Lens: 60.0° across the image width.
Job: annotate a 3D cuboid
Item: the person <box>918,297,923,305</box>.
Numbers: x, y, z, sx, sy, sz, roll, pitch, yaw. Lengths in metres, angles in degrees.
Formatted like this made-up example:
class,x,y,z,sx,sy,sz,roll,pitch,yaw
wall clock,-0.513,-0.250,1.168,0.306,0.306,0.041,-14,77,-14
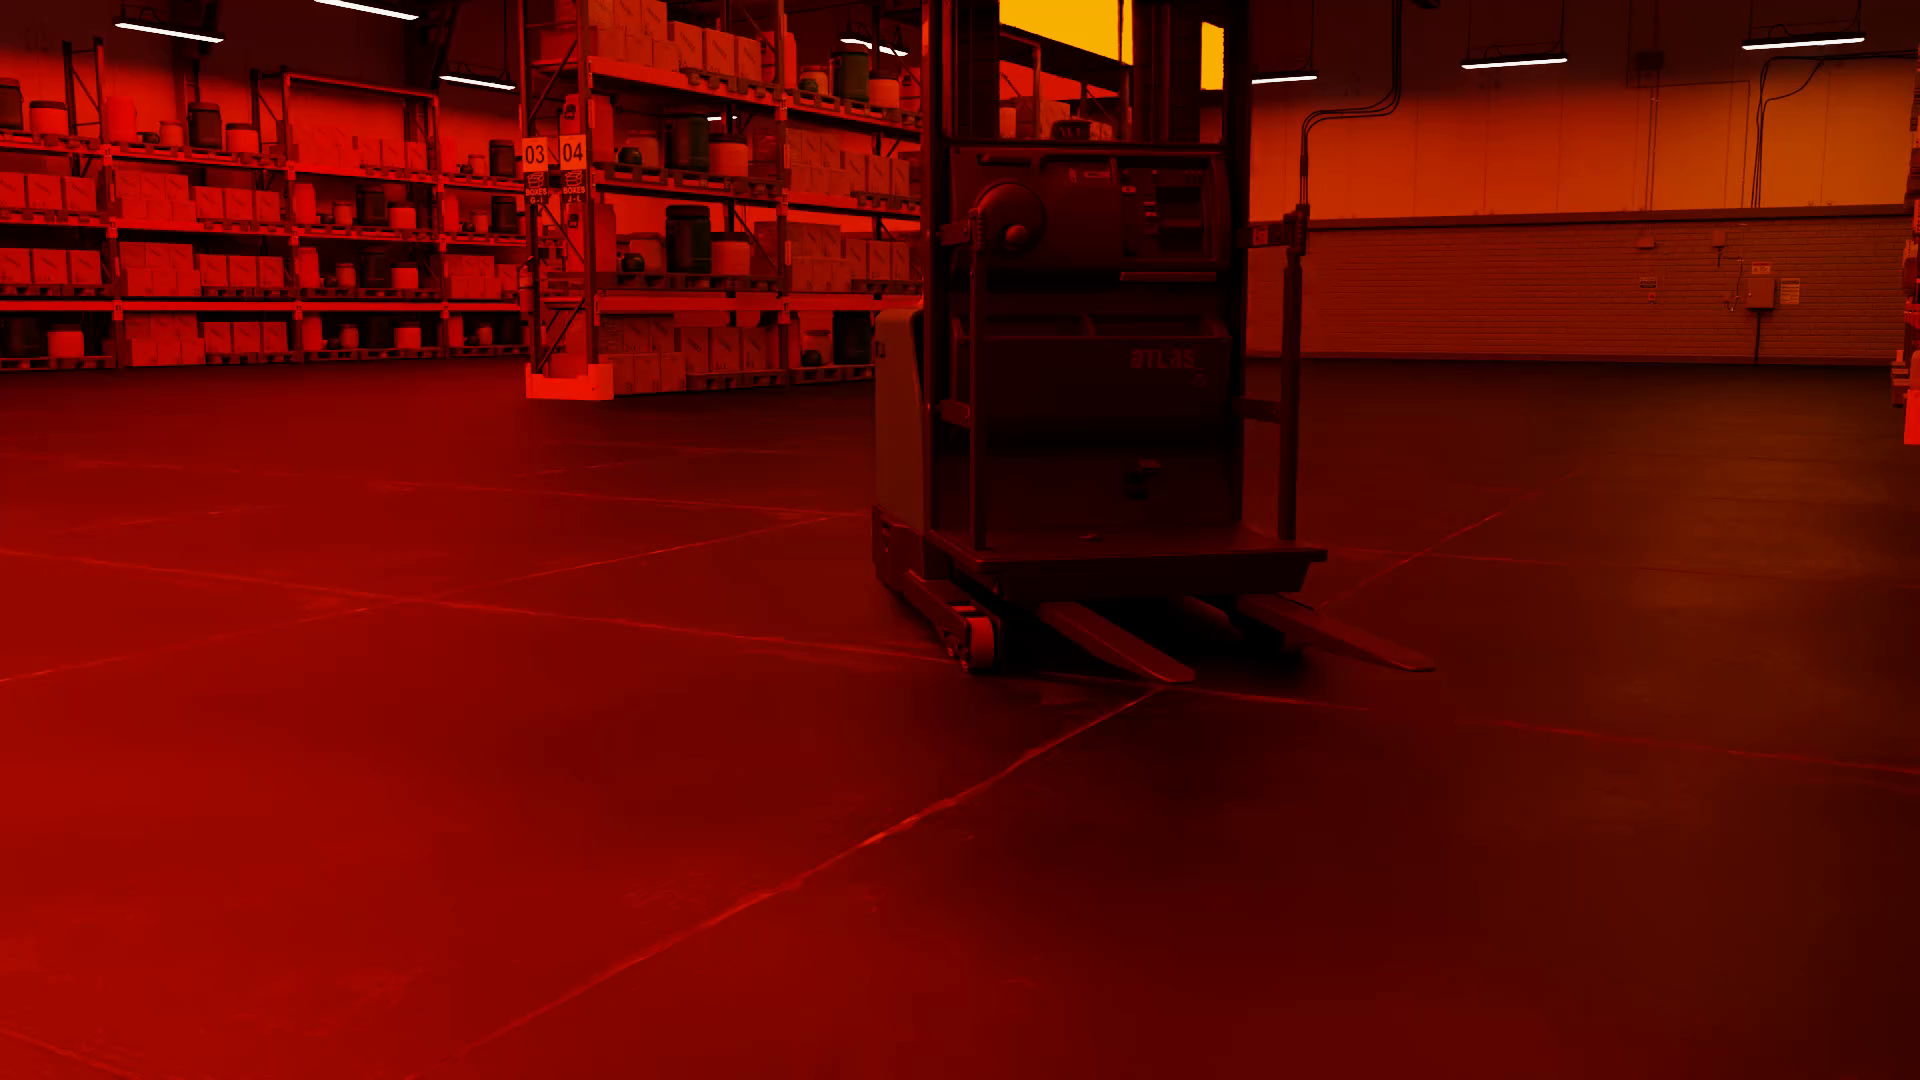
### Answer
class,x,y,z,sx,sy,sz,roll,pitch,yaw
person,-0.045,-0.829,7.639,0.555,1.674,0.548,4,9,29

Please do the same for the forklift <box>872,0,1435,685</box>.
class,x,y,z,sx,sy,sz,roll,pitch,yaw
forklift,0.475,-1.117,5.184,1.130,2.935,3.031,-2,8,-13
